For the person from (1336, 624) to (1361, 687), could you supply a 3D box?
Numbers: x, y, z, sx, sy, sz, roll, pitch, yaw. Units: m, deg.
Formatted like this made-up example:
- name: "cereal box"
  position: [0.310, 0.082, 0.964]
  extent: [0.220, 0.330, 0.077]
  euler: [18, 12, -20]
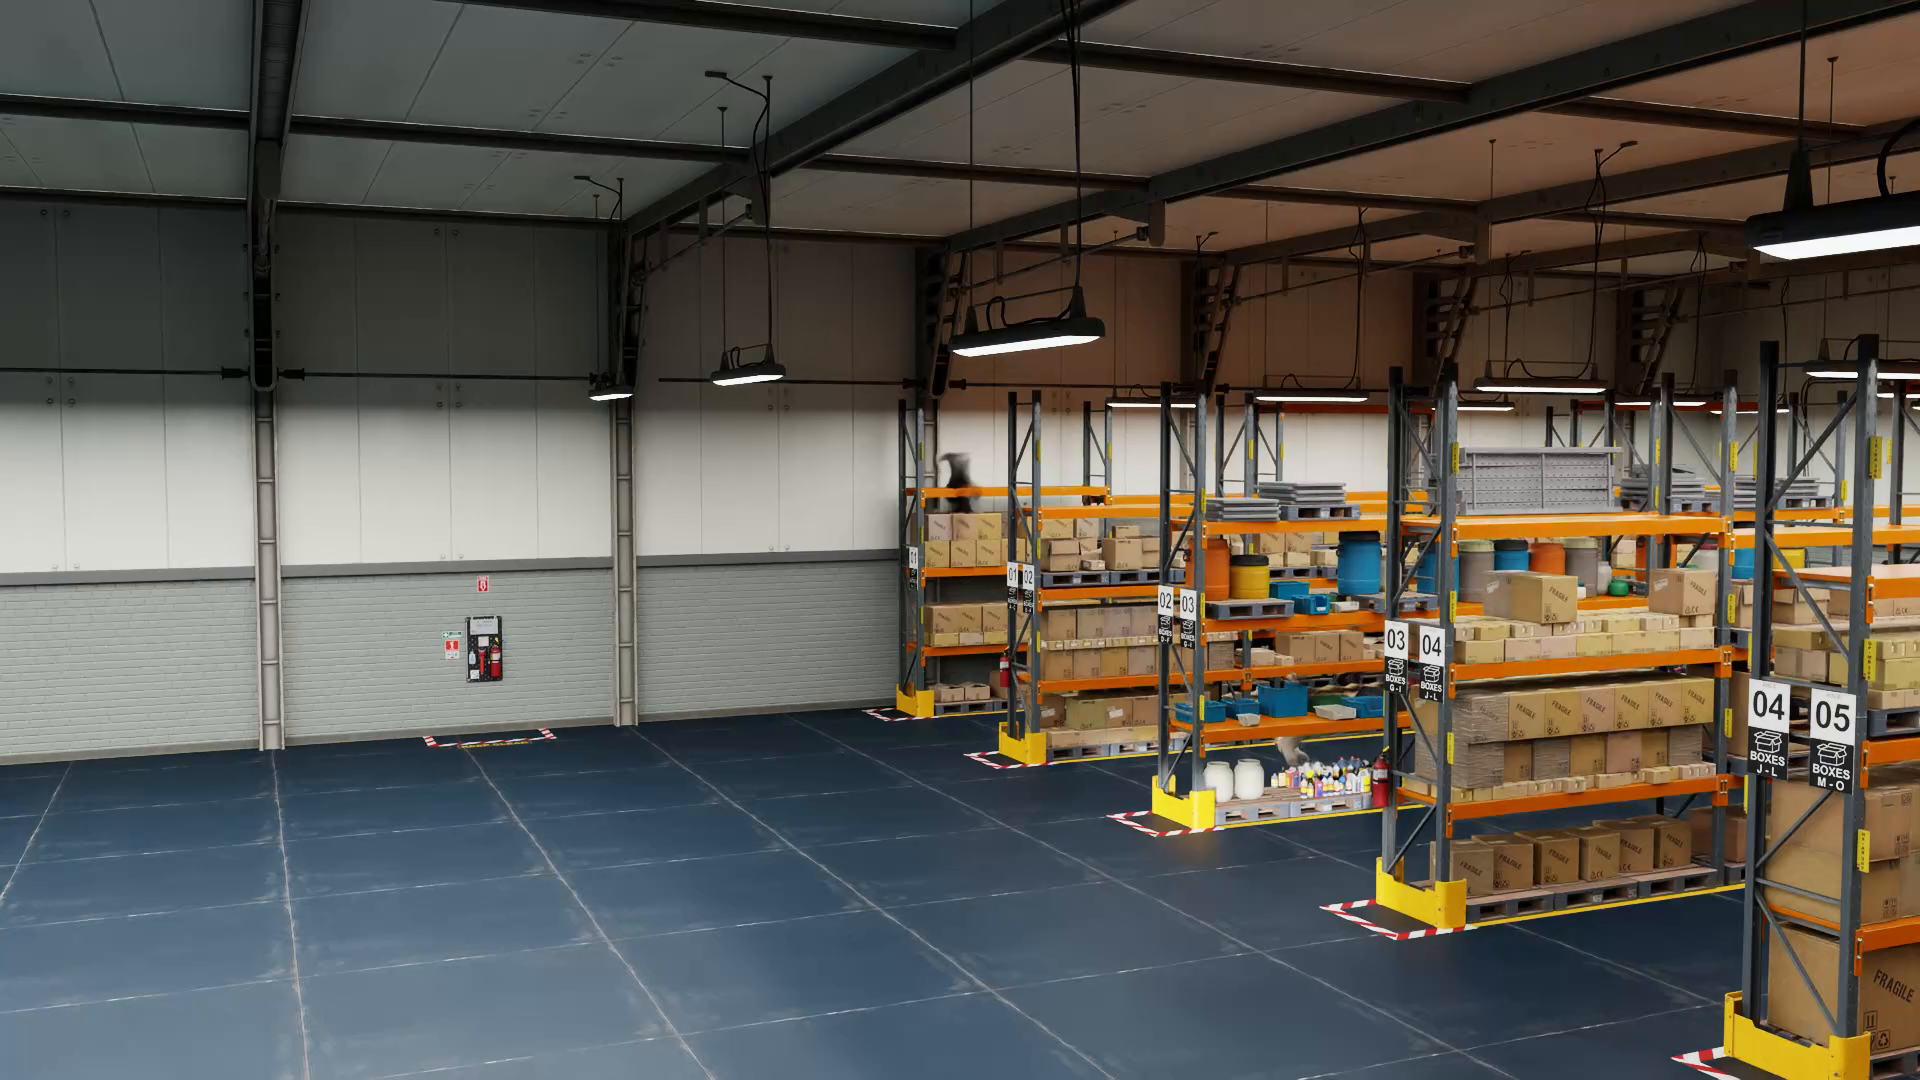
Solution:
- name: "person"
  position: [7.604, 2.416, 32.431]
  extent: [0.693, 1.710, 0.662]
  euler: [-1, 4, -23]

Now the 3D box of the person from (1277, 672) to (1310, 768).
- name: "person"
  position: [5.180, 2.848, 25.447]
  extent: [0.550, 1.677, 0.661]
  euler: [-1, 3, -9]
